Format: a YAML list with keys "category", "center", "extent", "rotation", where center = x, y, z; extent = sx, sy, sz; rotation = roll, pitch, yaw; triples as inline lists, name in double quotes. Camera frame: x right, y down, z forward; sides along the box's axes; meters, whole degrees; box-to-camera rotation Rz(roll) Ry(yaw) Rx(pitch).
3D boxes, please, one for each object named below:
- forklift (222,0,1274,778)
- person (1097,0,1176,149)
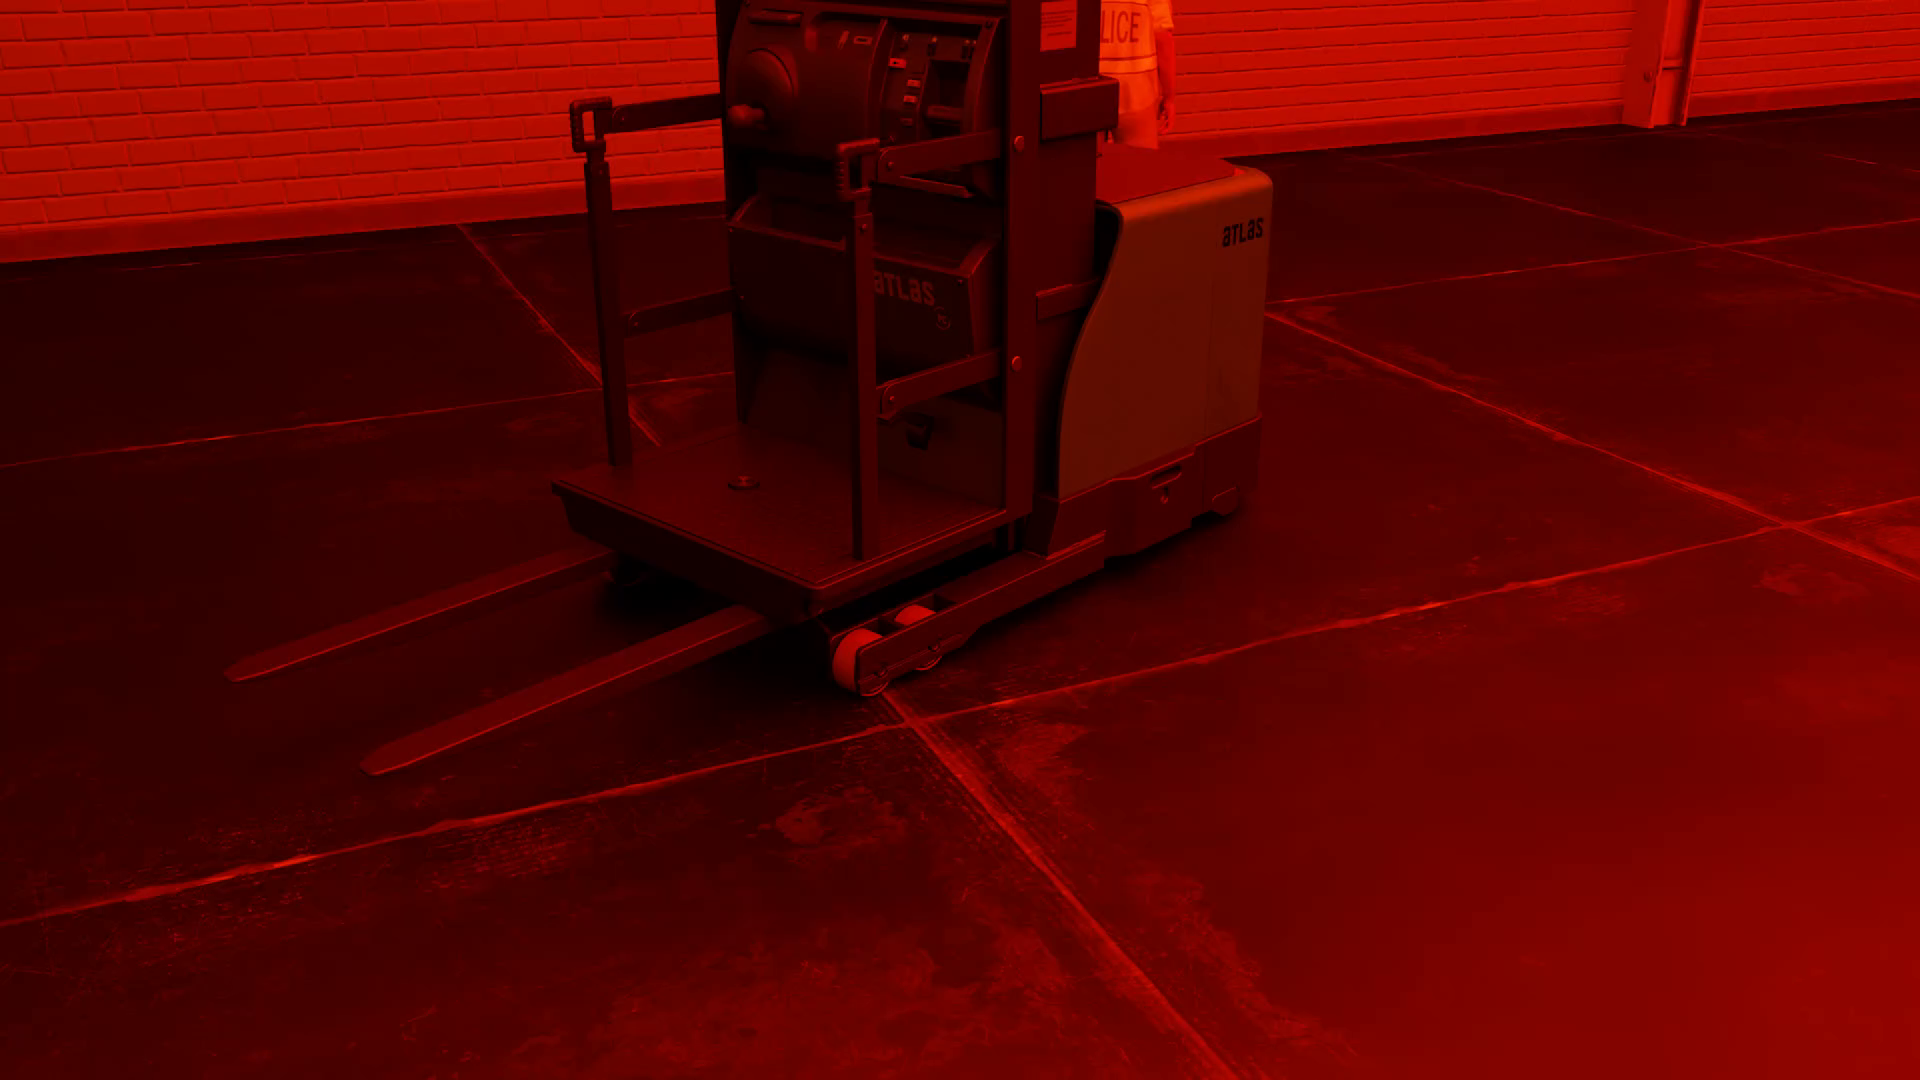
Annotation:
- category: "forklift"
  center: [-0.413, -1.182, 4.131]
  extent: [1.130, 2.935, 3.031]
  rotation: [19, 29, 39]
- category: "person"
  center: [0.699, -2.026, 7.702]
  extent: [0.597, 1.748, 0.432]
  rotation: [5, 23, 12]
